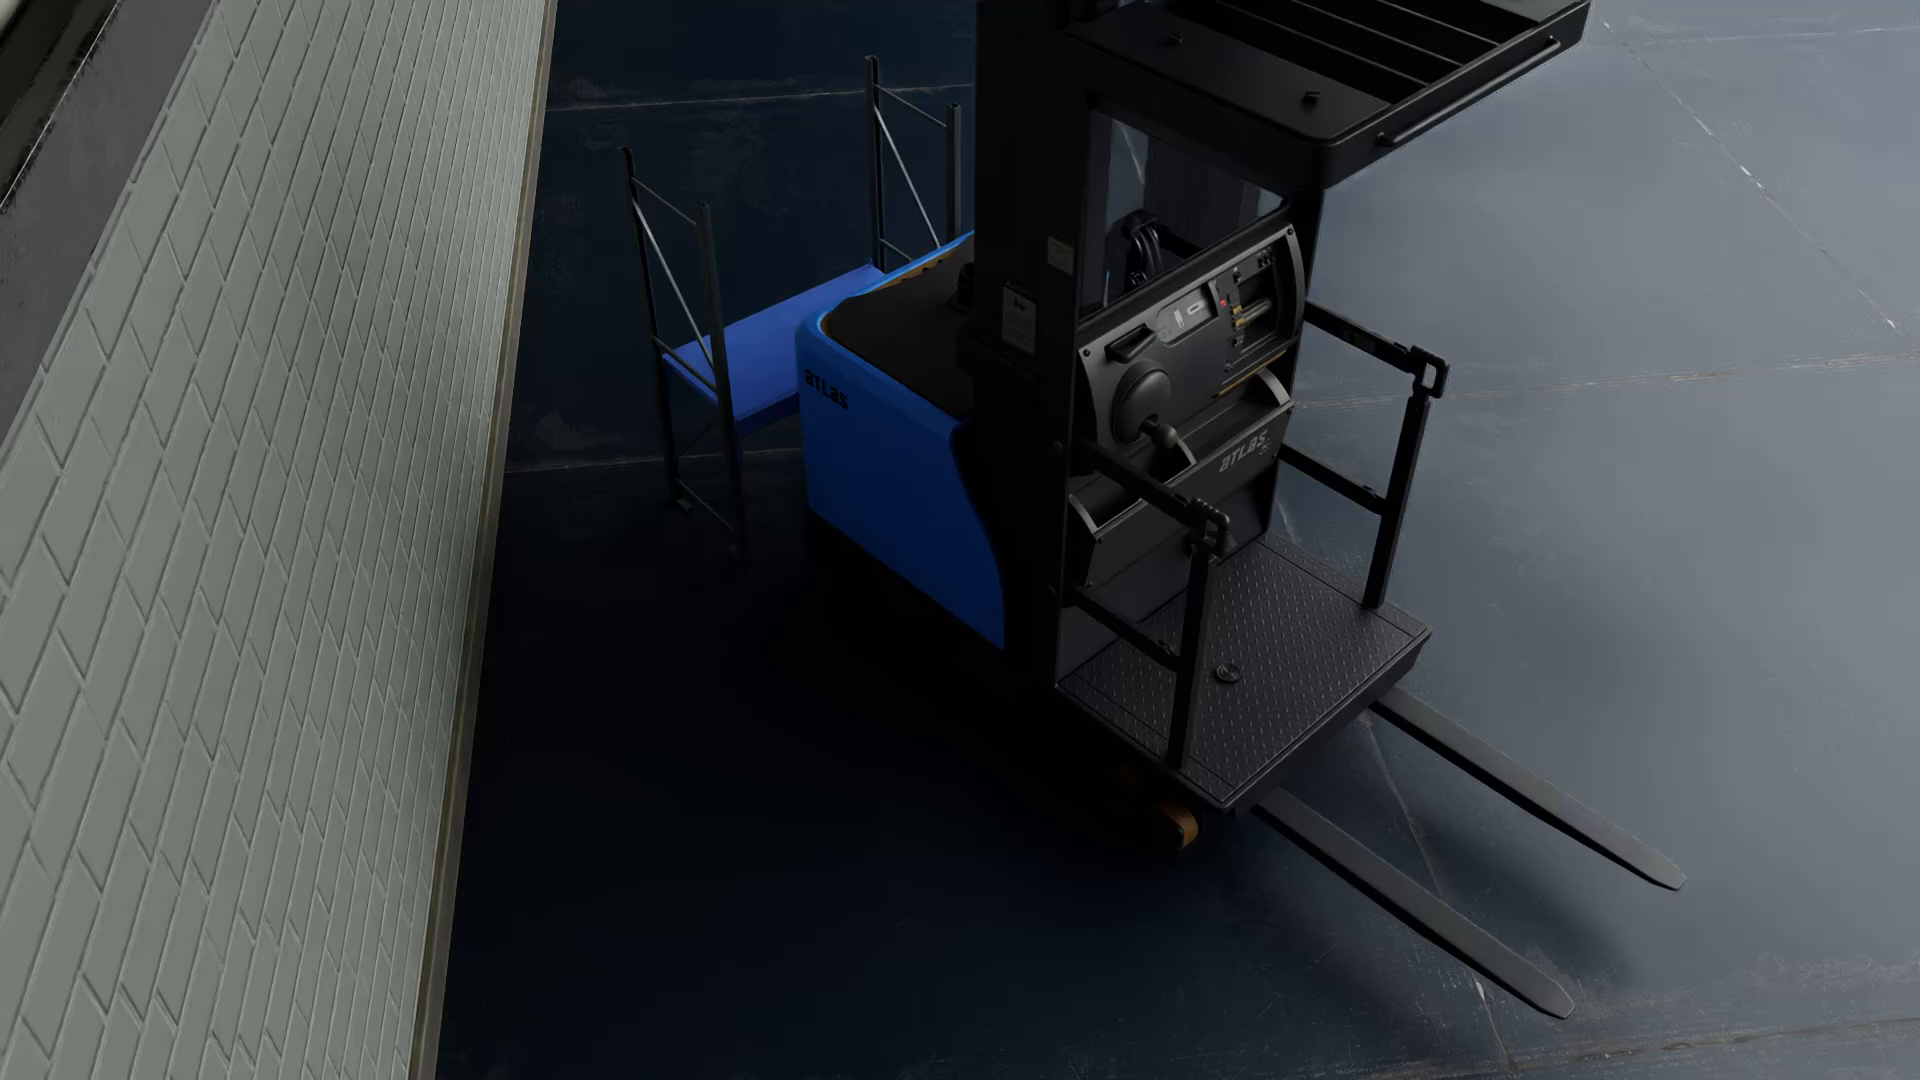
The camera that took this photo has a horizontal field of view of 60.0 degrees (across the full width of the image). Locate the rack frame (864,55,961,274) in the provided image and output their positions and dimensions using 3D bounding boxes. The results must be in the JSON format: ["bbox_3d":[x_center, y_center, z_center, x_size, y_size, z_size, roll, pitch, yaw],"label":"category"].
[{"bbox_3d":[-0.169,-1.037,6.280,0.032,1.500,0.500,-29,50,-28],"label":"rack frame"}]

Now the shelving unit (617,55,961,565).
[{"bbox_3d":[-0.559,-0.819,6.038,1.048,1.500,0.538,-29,50,-28],"label":"shelving unit"}]

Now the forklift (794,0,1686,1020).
[{"bbox_3d":[0.822,-0.515,4.633,1.130,2.935,3.031,-33,51,-31],"label":"forklift"}]

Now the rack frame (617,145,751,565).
[{"bbox_3d":[-0.949,-0.601,5.796,0.032,1.500,0.500,-29,50,-28],"label":"rack frame"}]

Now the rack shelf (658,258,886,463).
[{"bbox_3d":[-0.559,-0.685,6.159,1.000,0.185,0.538,-29,50,-28],"label":"rack shelf"}]
